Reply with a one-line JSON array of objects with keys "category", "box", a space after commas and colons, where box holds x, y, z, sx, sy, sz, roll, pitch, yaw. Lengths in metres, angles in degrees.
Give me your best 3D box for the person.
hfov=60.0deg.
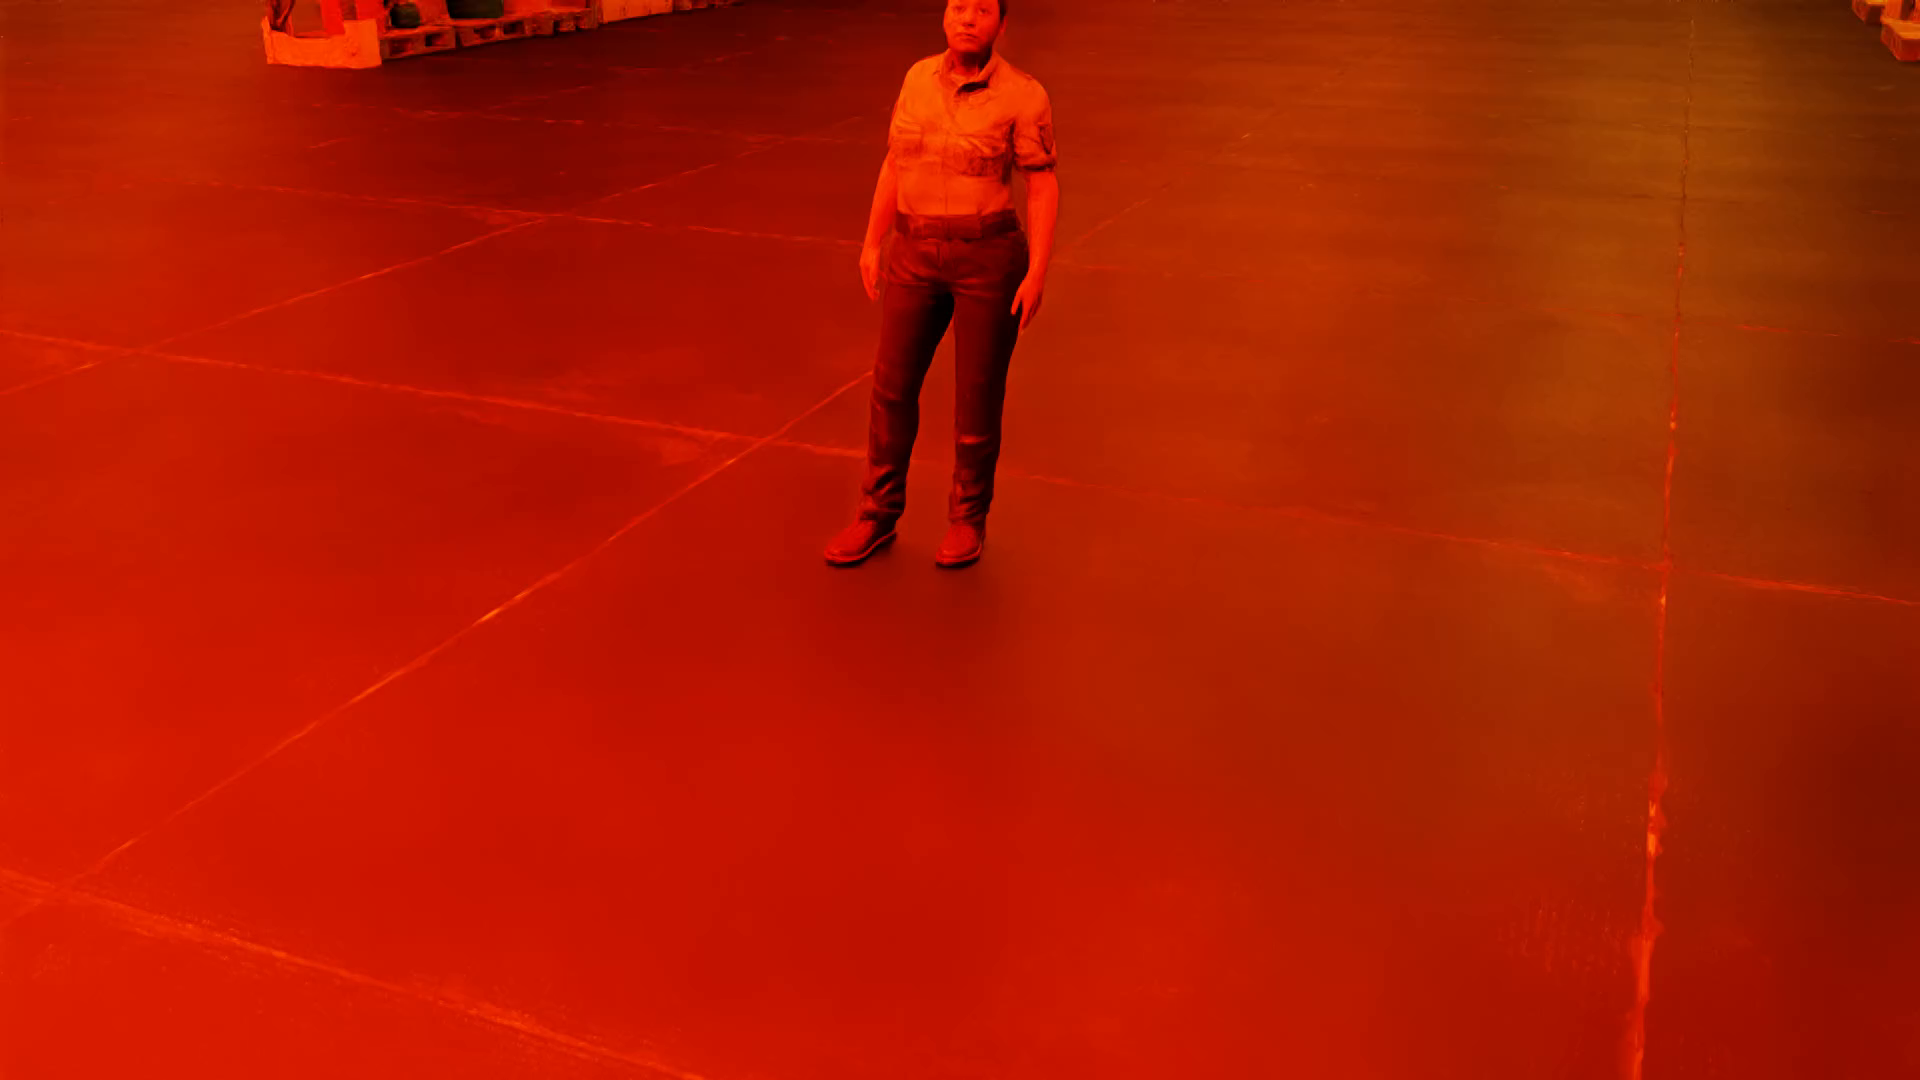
[{"category": "person", "box": [-0.055, -0.732, 4.706, 0.599, 1.637, 0.502, 9, 24, 21]}]
